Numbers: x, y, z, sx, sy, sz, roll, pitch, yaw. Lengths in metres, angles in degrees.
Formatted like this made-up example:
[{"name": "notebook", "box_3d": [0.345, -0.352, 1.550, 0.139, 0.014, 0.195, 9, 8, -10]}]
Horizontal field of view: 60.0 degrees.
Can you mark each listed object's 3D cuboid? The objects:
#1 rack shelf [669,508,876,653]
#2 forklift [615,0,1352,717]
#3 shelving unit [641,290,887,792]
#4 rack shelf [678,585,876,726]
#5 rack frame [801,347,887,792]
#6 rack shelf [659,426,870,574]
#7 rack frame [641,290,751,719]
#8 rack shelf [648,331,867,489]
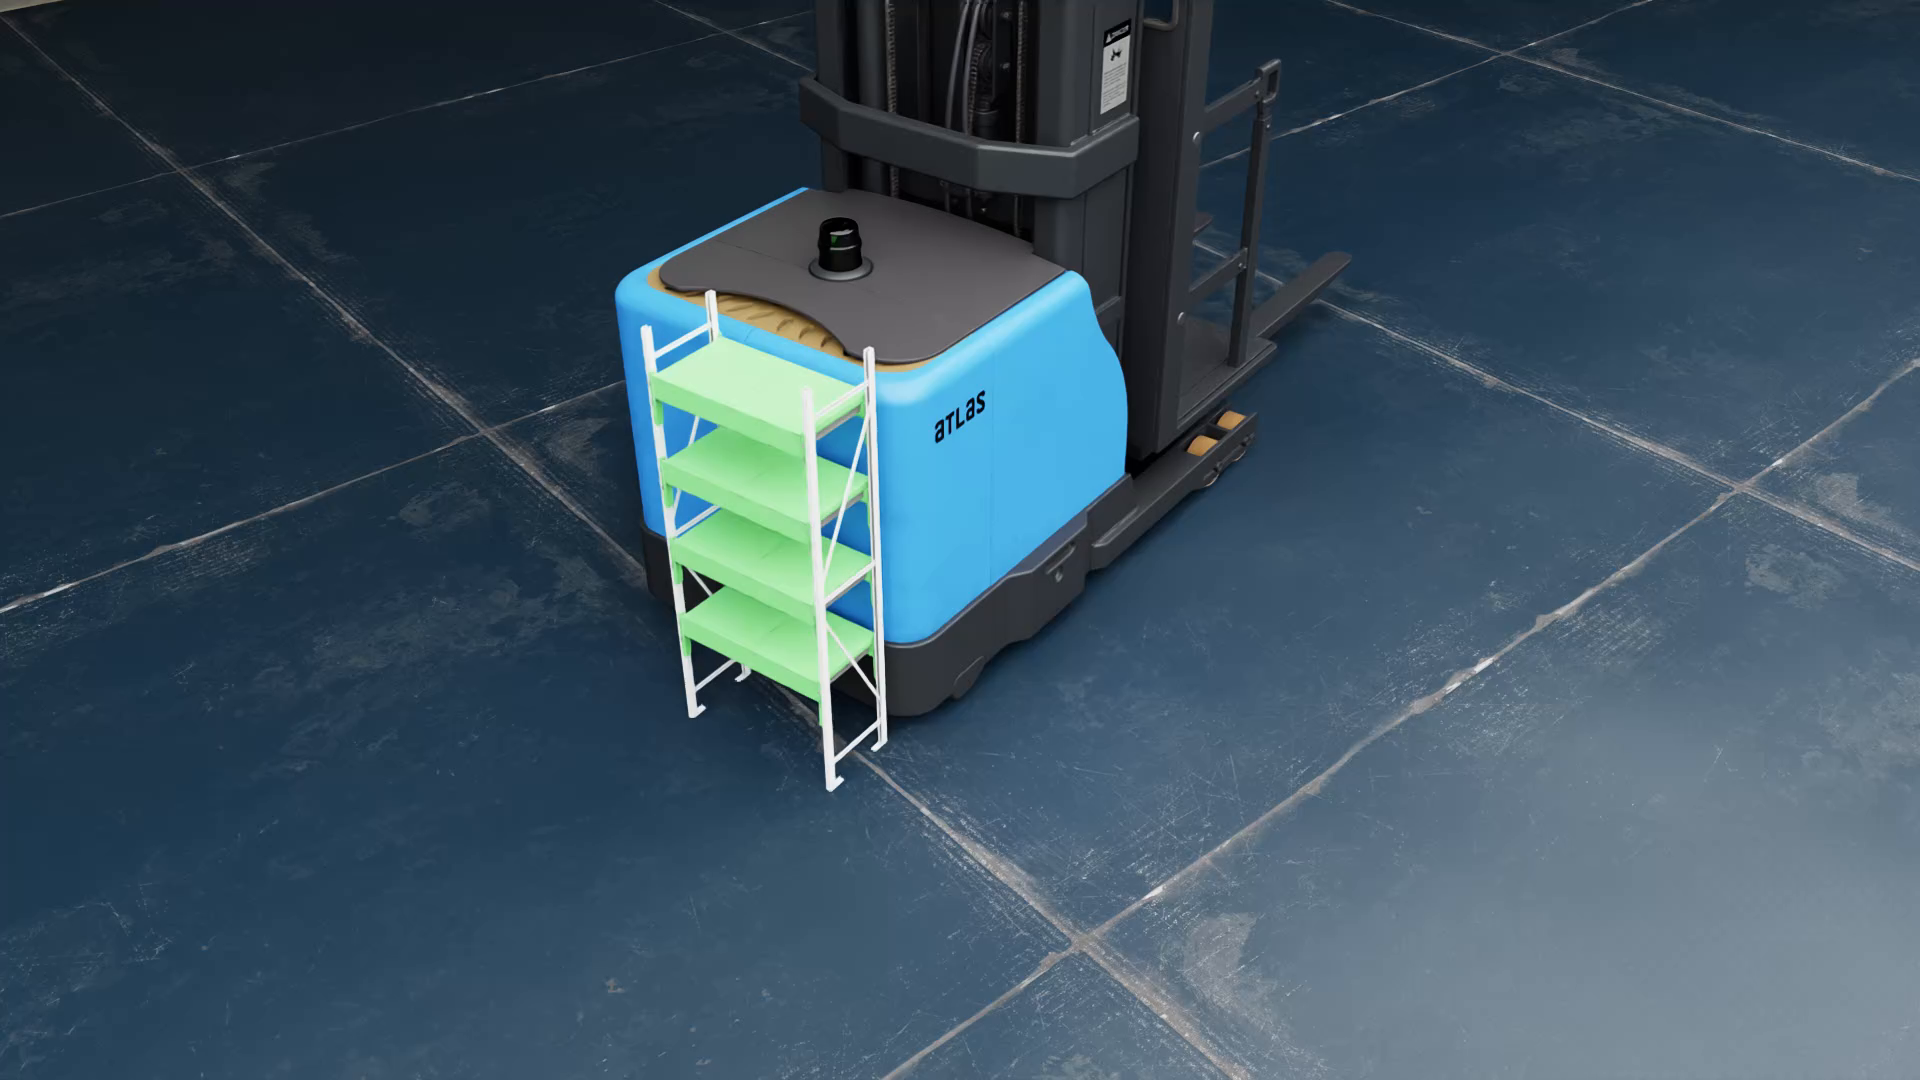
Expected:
[{"name": "rack shelf", "box_3d": [-0.470, 0.077, 4.214, 0.480, 0.148, 0.258, 23, 41, 28]}, {"name": "forklift", "box_3d": [0.349, -1.524, 4.865, 1.130, 2.935, 3.031, 23, 41, 29]}, {"name": "shelving unit", "box_3d": [-0.470, 0.025, 4.177, 0.503, 1.200, 0.258, 23, 41, 28]}, {"name": "rack shelf", "box_3d": [-0.470, 0.273, 4.353, 0.480, 0.148, 0.258, 23, 41, 28]}, {"name": "rack frame", "box_3d": [-0.272, 0.107, 4.061, 0.015, 1.200, 0.240, 23, 41, 28]}, {"name": "rack shelf", "box_3d": [-0.470, -0.119, 4.075, 0.480, 0.148, 0.258, 23, 41, 28]}, {"name": "rack frame", "box_3d": [-0.668, -0.058, 4.293, 0.015, 1.200, 0.240, 23, 41, 28]}, {"name": "rack shelf", "box_3d": [-0.470, -0.315, 3.937, 0.480, 0.148, 0.258, 23, 41, 28]}]
